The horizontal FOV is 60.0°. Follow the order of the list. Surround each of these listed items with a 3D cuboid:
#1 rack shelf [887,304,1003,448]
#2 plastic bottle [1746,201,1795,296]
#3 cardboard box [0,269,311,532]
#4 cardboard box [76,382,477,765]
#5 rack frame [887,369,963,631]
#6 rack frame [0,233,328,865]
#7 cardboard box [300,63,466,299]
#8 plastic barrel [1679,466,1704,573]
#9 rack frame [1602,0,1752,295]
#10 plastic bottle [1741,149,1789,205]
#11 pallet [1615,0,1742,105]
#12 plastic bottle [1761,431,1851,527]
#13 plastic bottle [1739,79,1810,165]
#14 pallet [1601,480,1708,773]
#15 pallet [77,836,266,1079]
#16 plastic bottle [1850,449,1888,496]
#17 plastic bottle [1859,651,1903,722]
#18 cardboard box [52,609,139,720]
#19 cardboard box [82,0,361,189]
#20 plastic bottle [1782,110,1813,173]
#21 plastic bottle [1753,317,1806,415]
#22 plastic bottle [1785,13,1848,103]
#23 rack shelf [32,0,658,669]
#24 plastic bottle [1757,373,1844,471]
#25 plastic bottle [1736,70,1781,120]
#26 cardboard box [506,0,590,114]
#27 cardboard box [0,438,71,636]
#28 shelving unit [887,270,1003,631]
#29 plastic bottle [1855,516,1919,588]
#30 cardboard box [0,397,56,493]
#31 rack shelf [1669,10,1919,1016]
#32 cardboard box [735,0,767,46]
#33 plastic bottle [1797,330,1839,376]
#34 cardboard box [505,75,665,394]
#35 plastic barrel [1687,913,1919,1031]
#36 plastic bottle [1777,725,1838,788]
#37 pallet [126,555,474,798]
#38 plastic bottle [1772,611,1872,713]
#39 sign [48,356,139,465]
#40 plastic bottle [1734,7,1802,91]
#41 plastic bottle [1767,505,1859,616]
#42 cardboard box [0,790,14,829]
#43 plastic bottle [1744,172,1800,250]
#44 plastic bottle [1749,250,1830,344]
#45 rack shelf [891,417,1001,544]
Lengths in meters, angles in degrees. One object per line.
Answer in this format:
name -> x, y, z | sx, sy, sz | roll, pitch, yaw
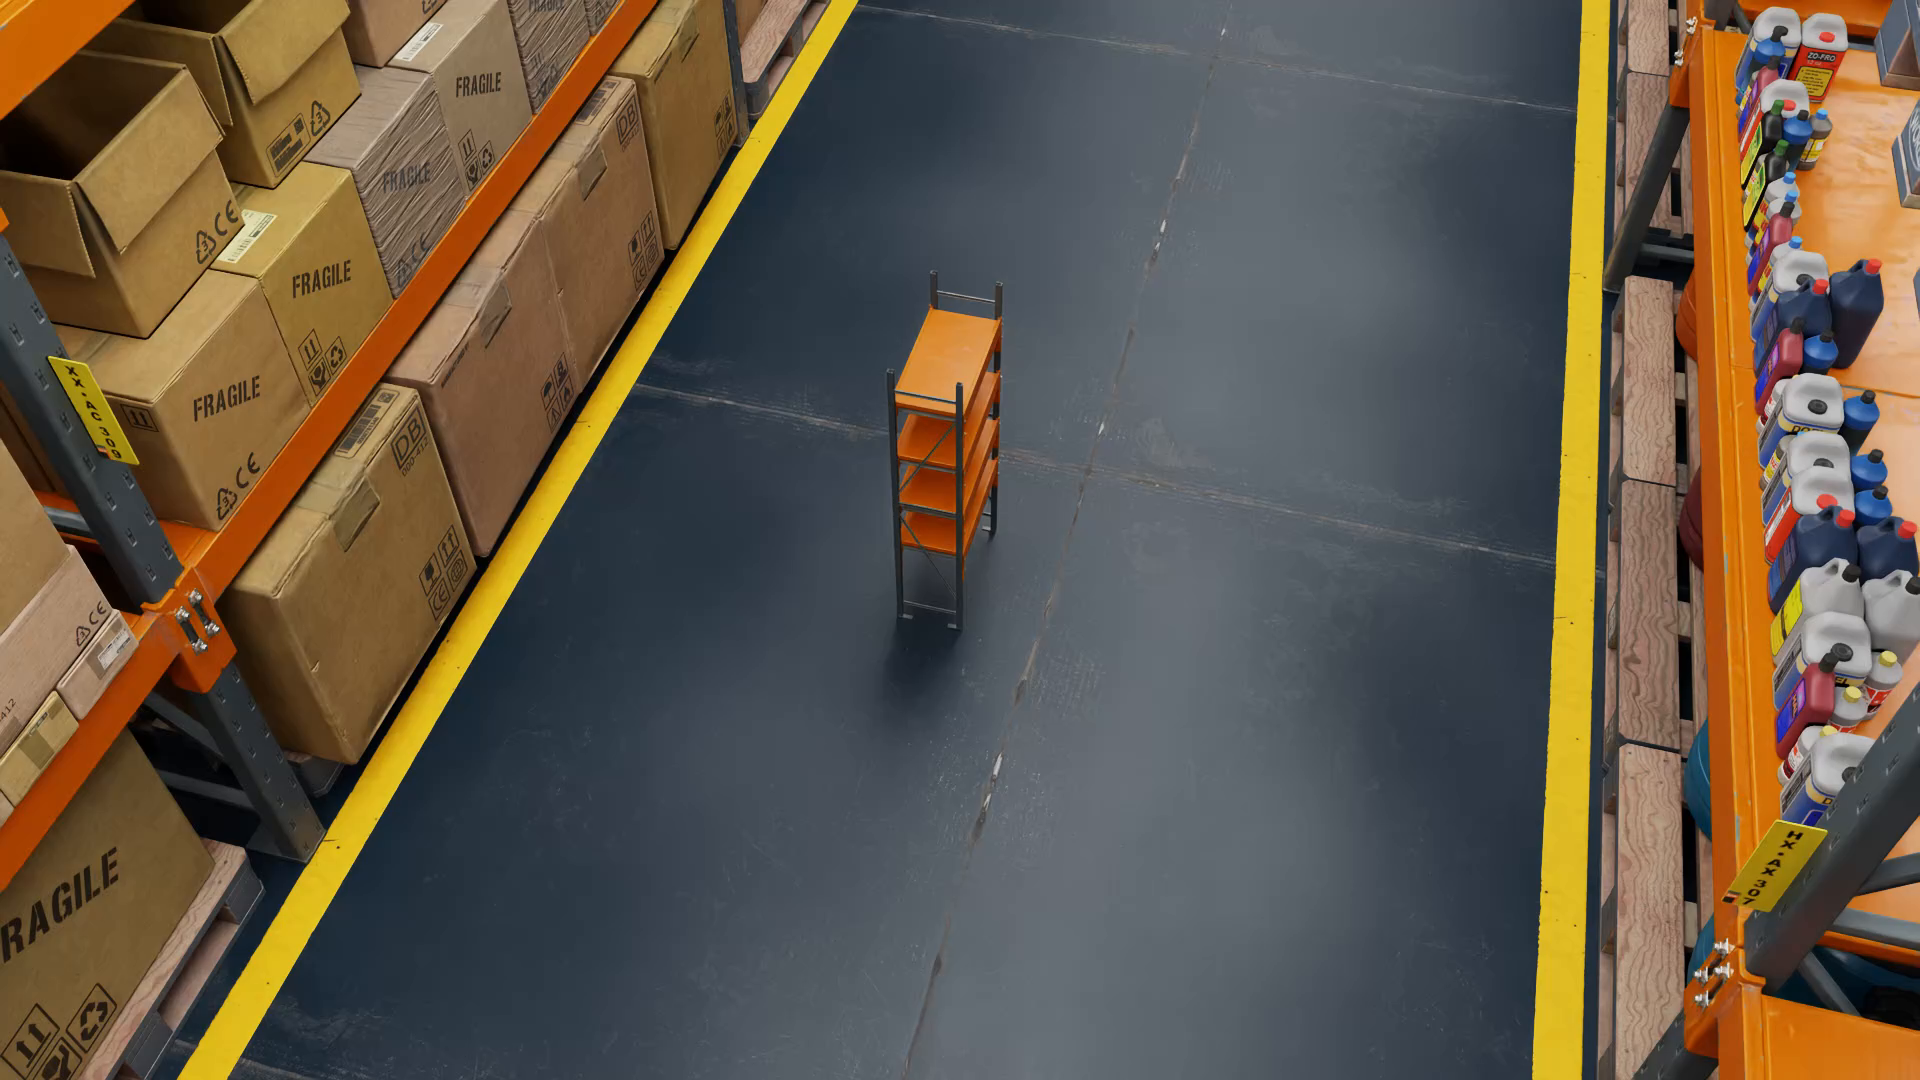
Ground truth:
rack shelf -> -0.044, -0.537, 5.400 | 0.258, 0.148, 0.480 | 12, 50, 10
plastic bottle -> 2.501, -0.895, 5.117 | 0.061, 0.283, 0.133 | 12, 50, 10
cardboard box -> -2.194, -0.411, 4.545 | 0.500, 0.500, 0.500 | 12, 50, 10
cardboard box -> -2.407, 0.003, 5.384 | 1.225, 0.875, 0.875 | 12, 50, 10
rack frame -> -0.108, -0.101, 5.539 | 0.240, 1.200, 0.015 | 12, 50, 10
rack frame -> -2.556, -0.094, 4.332 | 1.000, 3.000, 0.127 | 12, 50, 10
cardboard box -> -1.930, -1.136, 5.186 | 0.500, 0.500, 0.500 | 11, 49, 9
plastic barrel -> 2.866, -0.177, 5.734 | 0.600, 0.588, 0.708 | 12, 50, 10
rack frame -> 3.275, -2.010, 6.023 | 1.000, 3.000, 0.127 | 12, 50, 10
plastic bottle -> 2.636, -1.185, 5.428 | 0.097, 0.201, 0.097 | 0, 49, 0
pallet -> 3.840, -2.520, 8.333 | 1.003, 0.211, 1.213 | 12, 50, 10
plastic bottle -> 2.279, -0.151, 4.465 | 0.152, 0.276, 0.135 | 12, 50, 10
plastic bottle -> 2.728, -1.385, 5.555 | 0.152, 0.276, 0.135 | 12, 50, 10
pallet -> 2.785, 0.371, 5.782 | 1.003, 0.211, 1.213 | 12, 50, 10
pallet -> -2.831, 1.363, 4.906 | 1.003, 0.211, 1.213 | 12, 50, 10
plastic bottle -> 2.404, -0.138, 4.457 | 0.097, 0.271, 0.097 | 0, 49, 0
plastic bottle -> 2.236, 0.347, 4.076 | 0.097, 0.201, 0.097 | 0, 49, 0
cardboard box -> -2.320, 0.274, 4.175 | 0.380, 0.149, 0.250 | 12, 50, 10
cardboard box -> -2.204, -1.417, 4.764 | 0.797, 0.503, 0.637 | 12, 50, 10
plastic bottle -> 2.730, -1.293, 5.476 | 0.097, 0.271, 0.097 | 0, 49, 0
plastic bottle -> 2.357, -0.497, 4.766 | 0.061, 0.283, 0.133 | 12, 50, 10
plastic bottle -> 2.996, -1.690, 5.823 | 0.152, 0.276, 0.135 | 12, 50, 10
rack shelf -> -2.029, -1.303, 5.879 | 1.077, 0.370, 4.000 | 12, 50, 10
plastic bottle -> 2.340, -0.319, 4.613 | 0.152, 0.276, 0.135 | 12, 50, 10
plastic bottle -> 2.767, -1.546, 5.746 | 0.097, 0.201, 0.097 | 0, 49, 0
cardboard box -> -1.664, -1.879, 5.841 | 0.500, 0.500, 0.500 | 10, 49, 9
cardboard box -> -2.419, -0.006, 3.656 | 0.500, 0.500, 0.500 | 13, 50, 11
shelving unit -> -0.044, -0.277, 5.694 | 0.258, 1.200, 0.503 | 12, 50, 10
plastic bottle -> 2.337, 0.065, 4.225 | 0.144, 0.351, 0.185 | 12, 50, 10
cardboard box -> -2.696, -0.519, 4.641 | 0.500, 0.500, 0.500 | 12, 50, 10
rack shelf -> 2.749, -0.325, 5.016 | 1.077, 0.370, 4.000 | 12, 50, 10
cardboard box -> -1.346, -2.794, 8.089 | 0.700, 0.500, 0.500 | 9, 49, 8
plastic bottle -> 2.438, -0.491, 4.768 | 0.097, 0.271, 0.097 | 0, 49, 0
cardboard box -> -1.947, -1.285, 6.521 | 1.225, 0.875, 0.875 | 12, 50, 10
plastic barrel -> 2.382, 1.048, 4.443 | 0.600, 0.901, 0.708 | 12, 50, 10
plastic bottle -> 2.019, 0.511, 3.931 | 0.097, 0.201, 0.097 | 0, 49, 0
pallet -> -2.425, 0.256, 5.884 | 1.003, 0.211, 1.213 | 12, 50, 10
plastic bottle -> 2.111, 0.311, 4.057 | 0.152, 0.276, 0.135 | 12, 50, 10
sign -> -2.020, -0.298, 3.882 | 0.100, 0.325, 0.005 | 12, 50, 10
plastic bottle -> 2.850, -1.720, 5.850 | 0.152, 0.276, 0.135 | 12, 50, 10
plastic bottle -> 2.197, 0.036, 4.250 | 0.144, 0.351, 0.185 | 12, 50, 10
cardboard box -> -2.455, 0.646, 3.847 | 0.380, 0.149, 0.250 | 11, 49, 9
plastic bottle -> 2.575, -1.042, 5.255 | 0.097, 0.271, 0.097 | 0, 49, 0
plastic bottle -> 2.485, -0.717, 4.965 | 0.152, 0.276, 0.135 | 12, 50, 10
rack shelf -> -0.044, -0.233, 5.745 | 0.258, 0.148, 0.480 | 12, 50, 10
